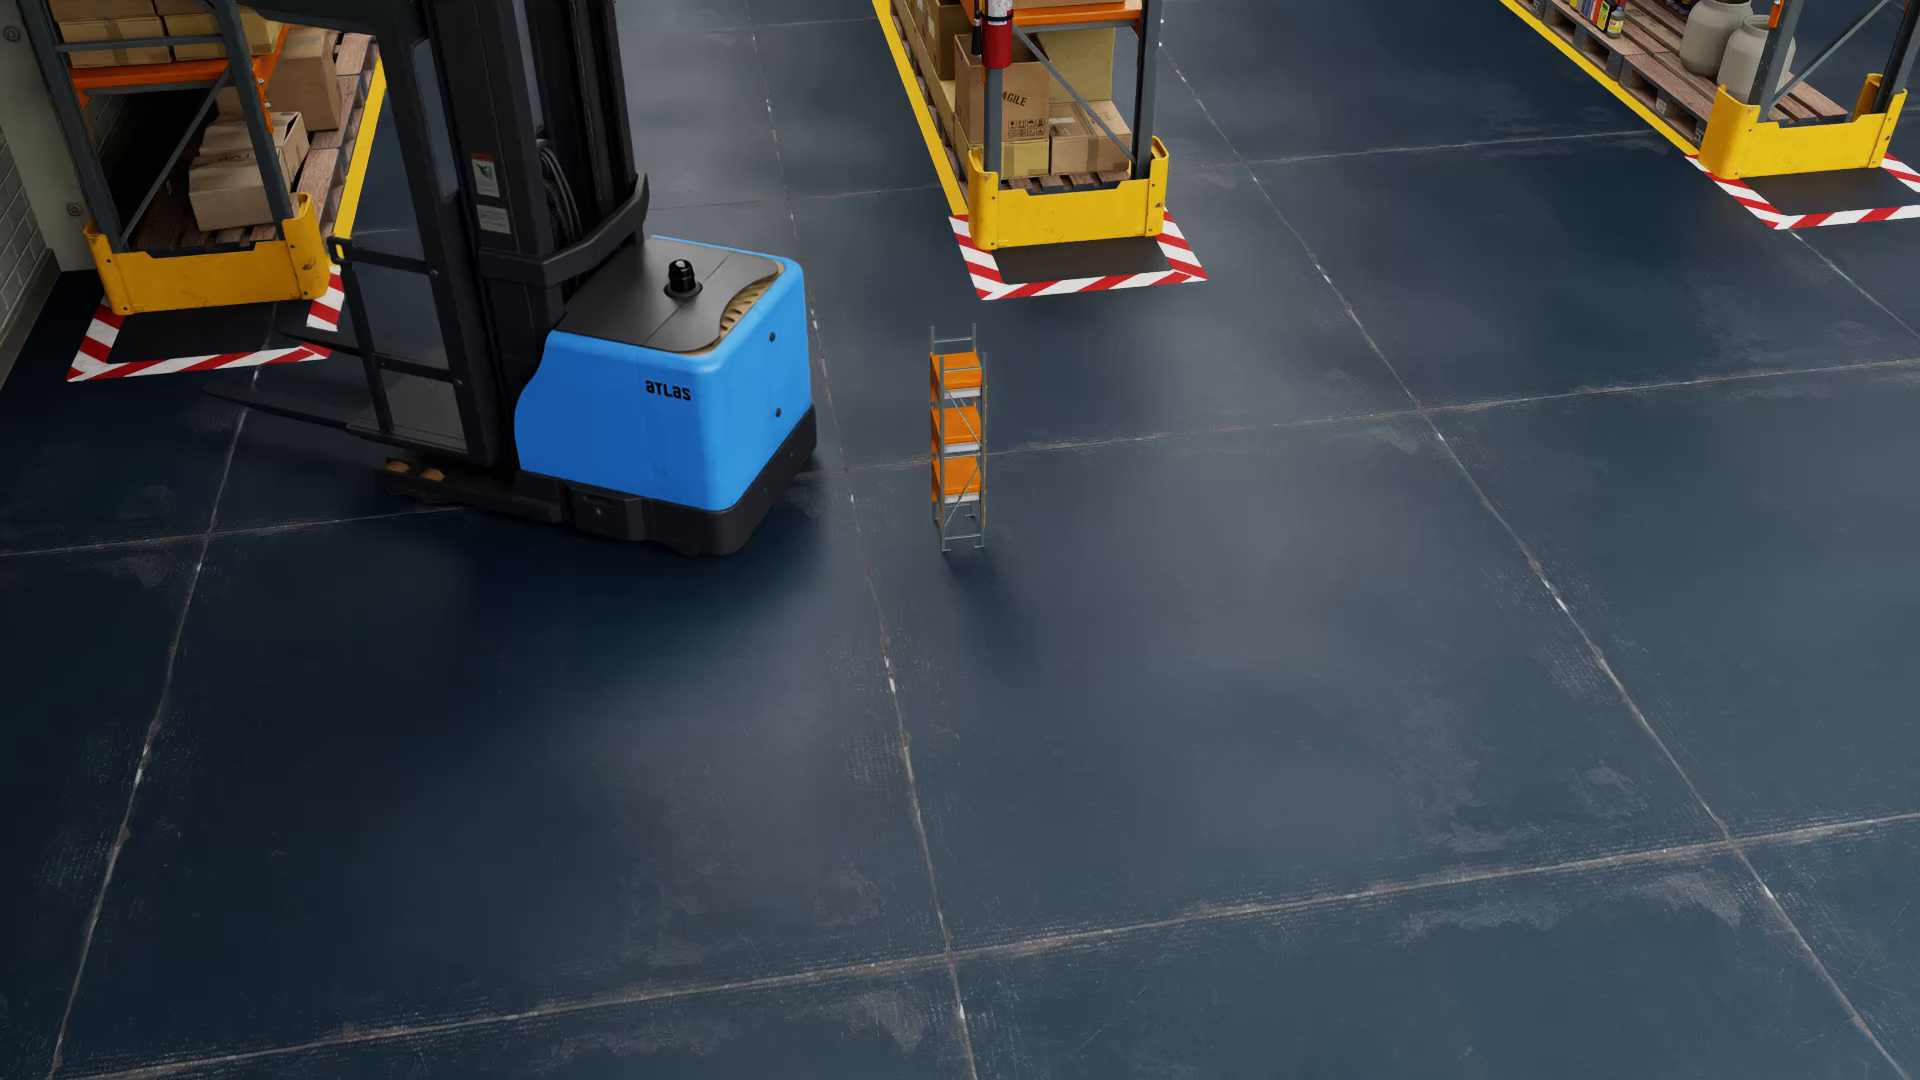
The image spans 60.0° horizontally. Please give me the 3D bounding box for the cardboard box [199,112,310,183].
[{"bbox_3d":[-4.367,-2.451,10.293,0.500,0.311,0.500,-3,38,-4],"label":"cardboard box"}]

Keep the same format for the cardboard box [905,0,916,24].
[{"bbox_3d":[-0.111,-3.977,11.712,0.500,0.500,0.500,-6,38,-8],"label":"cardboard box"}]

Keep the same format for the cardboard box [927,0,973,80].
[{"bbox_3d":[0.065,-3.373,10.934,0.500,0.500,0.500,-6,38,-8],"label":"cardboard box"}]

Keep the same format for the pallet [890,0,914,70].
[{"bbox_3d":[0.038,-3.933,12.640,1.003,0.211,1.213,-6,38,-8],"label":"pallet"}]

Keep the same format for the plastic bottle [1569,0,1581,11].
[{"bbox_3d":[4.691,-4.161,12.462,0.144,0.351,0.185,-5,38,-6],"label":"plastic bottle"}]

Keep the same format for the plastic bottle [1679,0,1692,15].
[{"bbox_3d":[5.448,-4.065,12.403,0.097,0.271,0.097,0,38,0],"label":"plastic bottle"}]

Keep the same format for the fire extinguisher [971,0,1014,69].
[{"bbox_3d":[0.205,-2.951,9.166,0.296,0.674,0.183,-6,38,-8],"label":"fire extinguisher"}]

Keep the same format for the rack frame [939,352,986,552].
[{"bbox_3d":[0.012,-0.373,7.375,0.200,1.050,0.008,-6,38,-8],"label":"rack frame"}]

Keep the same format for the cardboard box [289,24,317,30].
[{"bbox_3d":[-4.715,-3.548,11.550,0.500,0.500,0.500,-9,39,-11],"label":"cardboard box"}]

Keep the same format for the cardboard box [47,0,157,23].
[{"bbox_3d":[-4.527,-3.074,8.757,0.500,0.500,0.500,-7,38,-8],"label":"cardboard box"}]

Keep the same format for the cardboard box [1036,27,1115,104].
[{"bbox_3d":[0.677,-3.128,10.619,0.500,0.500,0.500,-6,38,-8],"label":"cardboard box"}]

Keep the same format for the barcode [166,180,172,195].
[{"bbox_3d":[-4.665,-2.079,9.806,0.001,0.075,0.075,-6,38,-8],"label":"barcode"}]

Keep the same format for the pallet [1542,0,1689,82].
[{"bbox_3d":[5.111,-3.799,12.468,1.003,0.211,1.213,-6,38,-8],"label":"pallet"}]

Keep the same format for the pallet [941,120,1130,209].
[{"bbox_3d":[0.466,-2.459,10.743,1.003,0.211,1.213,-6,38,-8],"label":"pallet"}]

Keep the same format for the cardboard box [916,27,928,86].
[{"bbox_3d":[-0.018,-3.379,11.554,0.500,0.250,0.500,-6,38,-8],"label":"cardboard box"}]

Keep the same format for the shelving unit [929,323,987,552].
[{"bbox_3d":[-0.009,-0.447,7.470,0.215,1.050,0.252,-6,38,-8],"label":"shelving unit"}]

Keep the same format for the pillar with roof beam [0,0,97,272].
[{"bbox_3d":[-0.971,-5.729,7.790,9.100,9.000,0.400,-6,38,-8],"label":"pillar with roof beam"}]

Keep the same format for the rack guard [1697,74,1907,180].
[{"bbox_3d":[5.459,-2.687,10.801,1.175,0.500,0.348,-6,38,-8],"label":"rack guard"}]

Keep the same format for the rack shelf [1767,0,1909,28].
[{"bbox_3d":[5.168,-4.557,11.757,1.077,0.370,4.000,-6,38,-8],"label":"rack shelf"}]

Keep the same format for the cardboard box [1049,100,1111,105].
[{"bbox_3d":[0.675,-2.832,10.849,0.500,0.250,0.500,-6,38,-8],"label":"cardboard box"}]

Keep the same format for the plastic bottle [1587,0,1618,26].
[{"bbox_3d":[4.748,-3.949,12.249,0.152,0.276,0.135,-6,38,-8],"label":"plastic bottle"}]

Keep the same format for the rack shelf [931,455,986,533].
[{"bbox_3d":[-0.009,-0.219,7.647,0.215,0.259,0.240,-6,38,-8],"label":"rack shelf"}]

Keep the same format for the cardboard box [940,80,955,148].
[{"bbox_3d":[0.157,-2.775,10.776,0.500,0.250,0.500,-6,38,-8],"label":"cardboard box"}]

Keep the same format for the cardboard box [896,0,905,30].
[{"bbox_3d":[-0.194,-3.983,12.331,0.500,0.250,0.500,-6,38,-8],"label":"cardboard box"}]

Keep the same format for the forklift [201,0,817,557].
[{"bbox_3d":[-2.282,-1.624,7.452,3.031,2.935,1.130,12,39,15],"label":"forklift"}]

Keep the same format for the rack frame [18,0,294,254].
[{"bbox_3d":[-4.235,-2.568,8.610,1.000,3.000,0.127,-6,38,-8],"label":"rack frame"}]

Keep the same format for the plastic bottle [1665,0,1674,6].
[{"bbox_3d":[5.413,-4.158,12.579,0.097,0.201,0.097,0,38,0],"label":"plastic bottle"}]

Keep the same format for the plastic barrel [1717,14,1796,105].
[{"bbox_3d":[5.328,-3.206,11.117,0.421,0.512,0.421,0,38,0],"label":"plastic barrel"}]

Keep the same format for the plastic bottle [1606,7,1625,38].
[{"bbox_3d":[4.765,-3.764,12.072,0.097,0.201,0.097,0,38,0],"label":"plastic bottle"}]

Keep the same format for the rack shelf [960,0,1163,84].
[{"bbox_3d":[0.291,-4.027,11.074,1.077,0.370,4.000,-6,38,-8],"label":"rack shelf"}]

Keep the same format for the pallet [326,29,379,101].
[{"bbox_3d":[-4.784,-3.481,12.058,1.003,0.211,1.213,-6,38,-8],"label":"pallet"}]

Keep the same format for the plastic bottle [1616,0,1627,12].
[{"bbox_3d":[4.853,-3.963,12.262,0.061,0.283,0.133,-6,38,-8],"label":"plastic bottle"}]

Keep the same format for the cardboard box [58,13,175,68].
[{"bbox_3d":[-4.508,-2.778,8.986,0.500,0.250,0.500,-6,38,-7],"label":"cardboard box"}]
